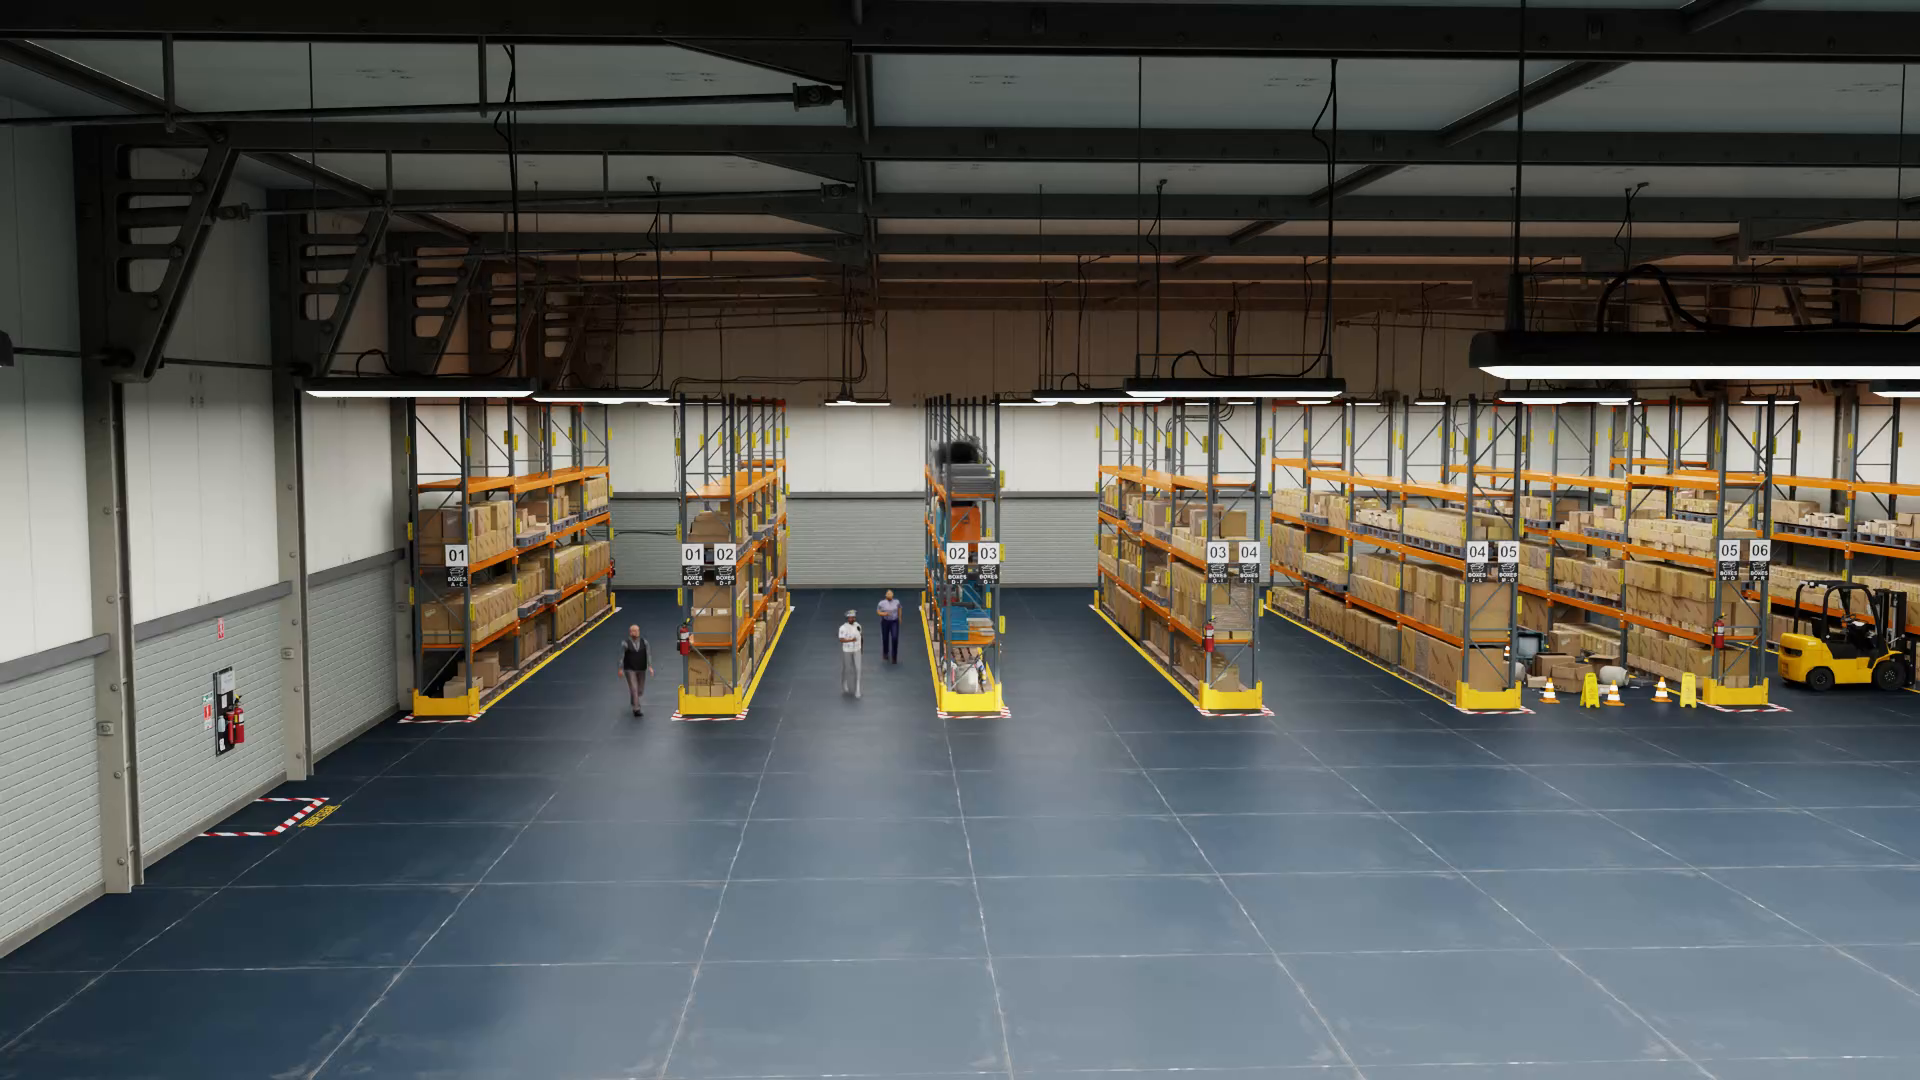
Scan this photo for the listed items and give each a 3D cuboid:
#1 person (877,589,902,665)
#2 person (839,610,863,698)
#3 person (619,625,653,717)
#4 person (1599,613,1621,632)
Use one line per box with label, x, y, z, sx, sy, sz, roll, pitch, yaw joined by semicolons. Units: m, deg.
person;-1.587;1.952;37.439;0.571;1.693;0.841;0;5;-6
person;-2.178;2.247;33.198;0.528;1.742;0.860;-1;5;-17
person;-6.064;2.425;31.069;0.576;1.675;1.052;-2;5;-29
person;16.473;1.538;42.028;0.642;1.709;0.968;-1;5;-10
